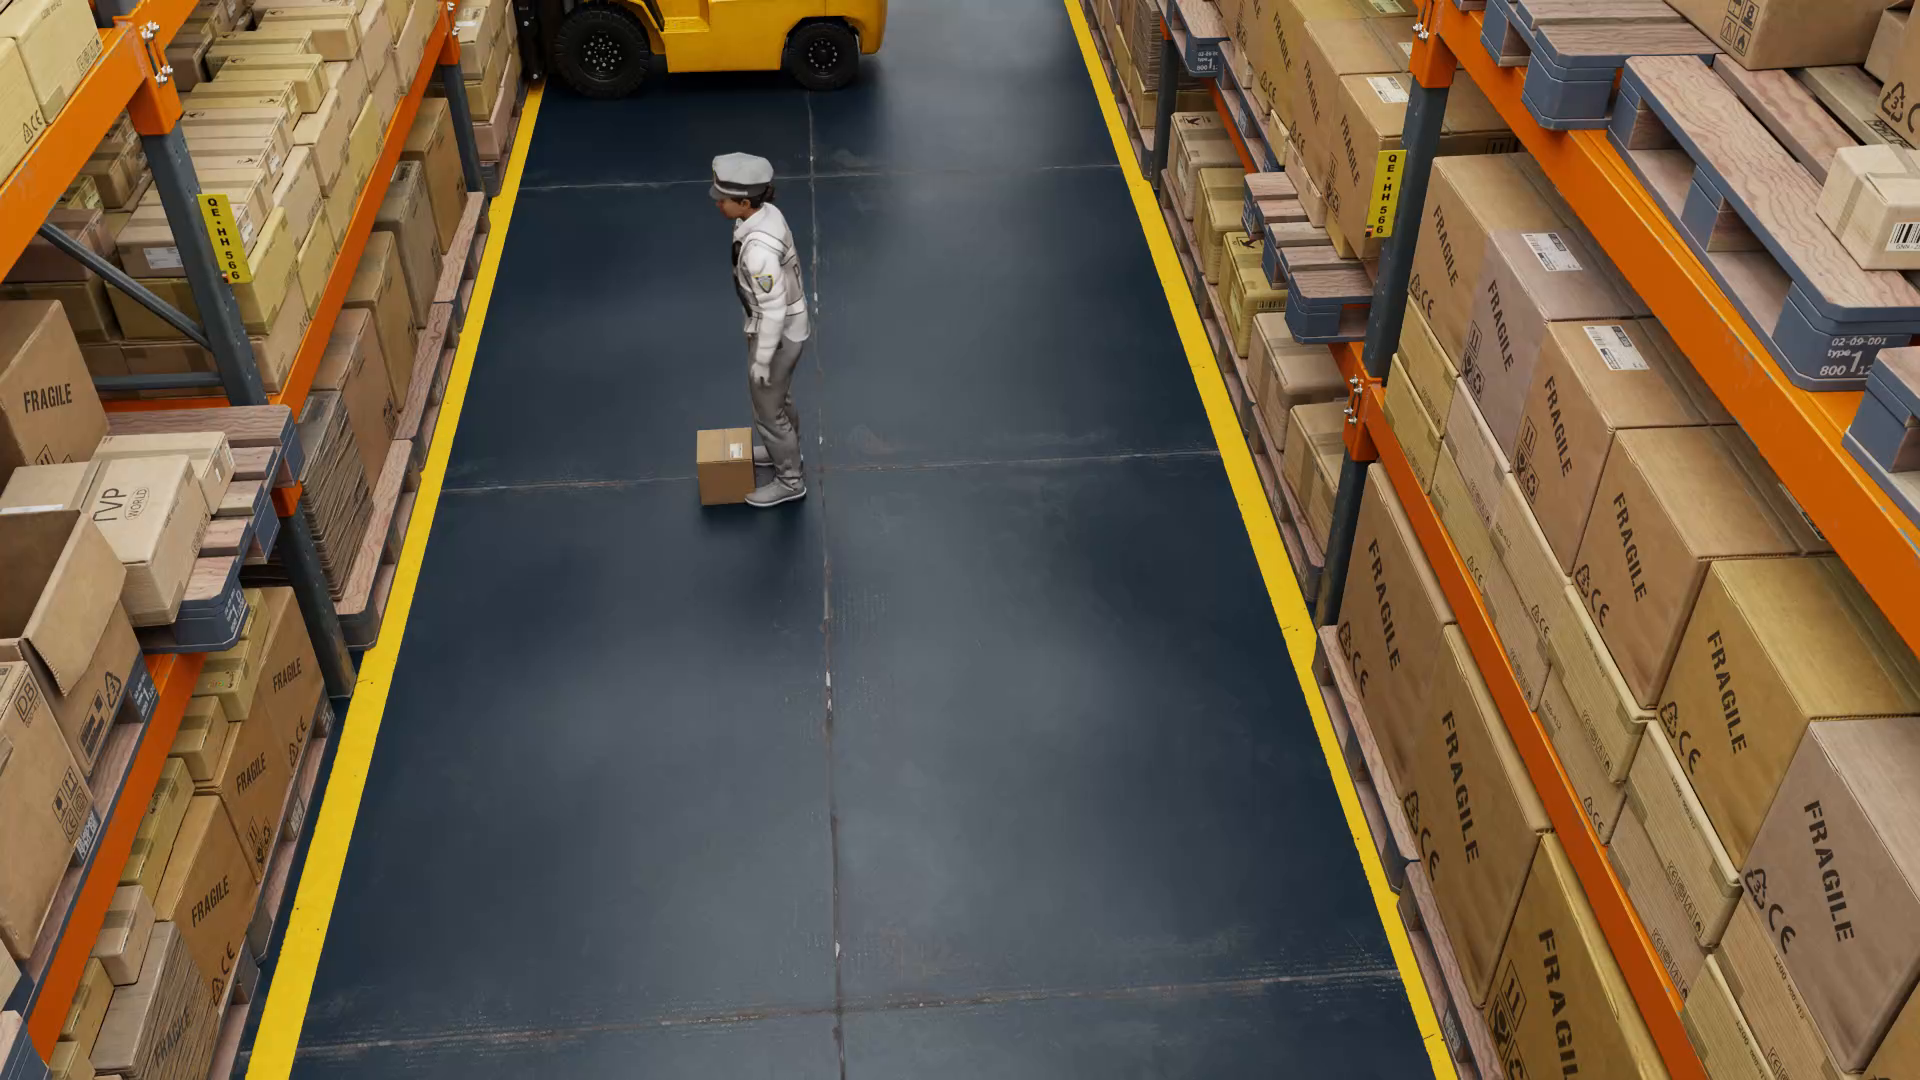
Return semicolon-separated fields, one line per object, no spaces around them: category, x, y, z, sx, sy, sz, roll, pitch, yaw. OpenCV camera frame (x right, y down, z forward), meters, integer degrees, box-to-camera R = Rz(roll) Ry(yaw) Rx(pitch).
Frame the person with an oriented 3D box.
person;-0.840;-0.900;7.247;0.369;1.667;0.546;-5;40;-6
